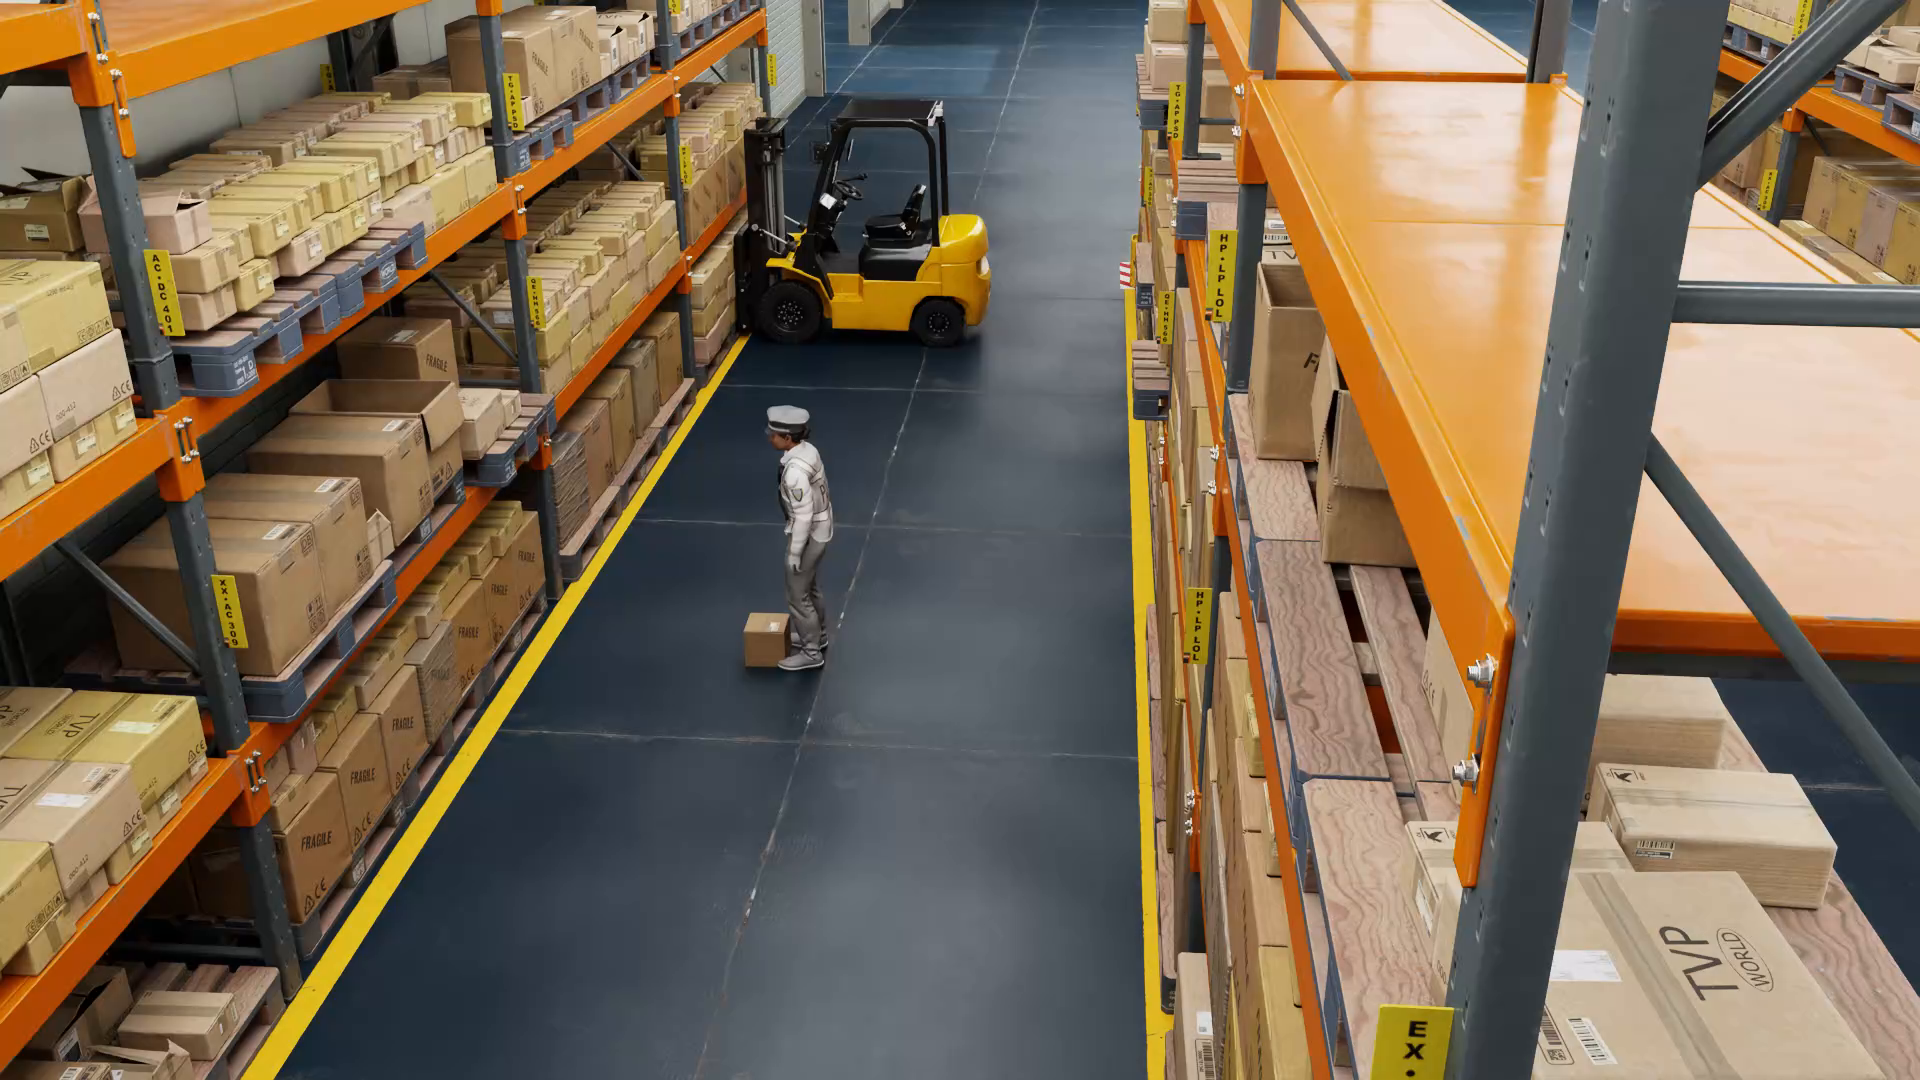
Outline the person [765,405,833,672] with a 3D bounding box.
[{"bbox_3d":[-0.951,-0.012,10.014,0.375,1.662,0.542,0,25,1],"label":"person"}]
